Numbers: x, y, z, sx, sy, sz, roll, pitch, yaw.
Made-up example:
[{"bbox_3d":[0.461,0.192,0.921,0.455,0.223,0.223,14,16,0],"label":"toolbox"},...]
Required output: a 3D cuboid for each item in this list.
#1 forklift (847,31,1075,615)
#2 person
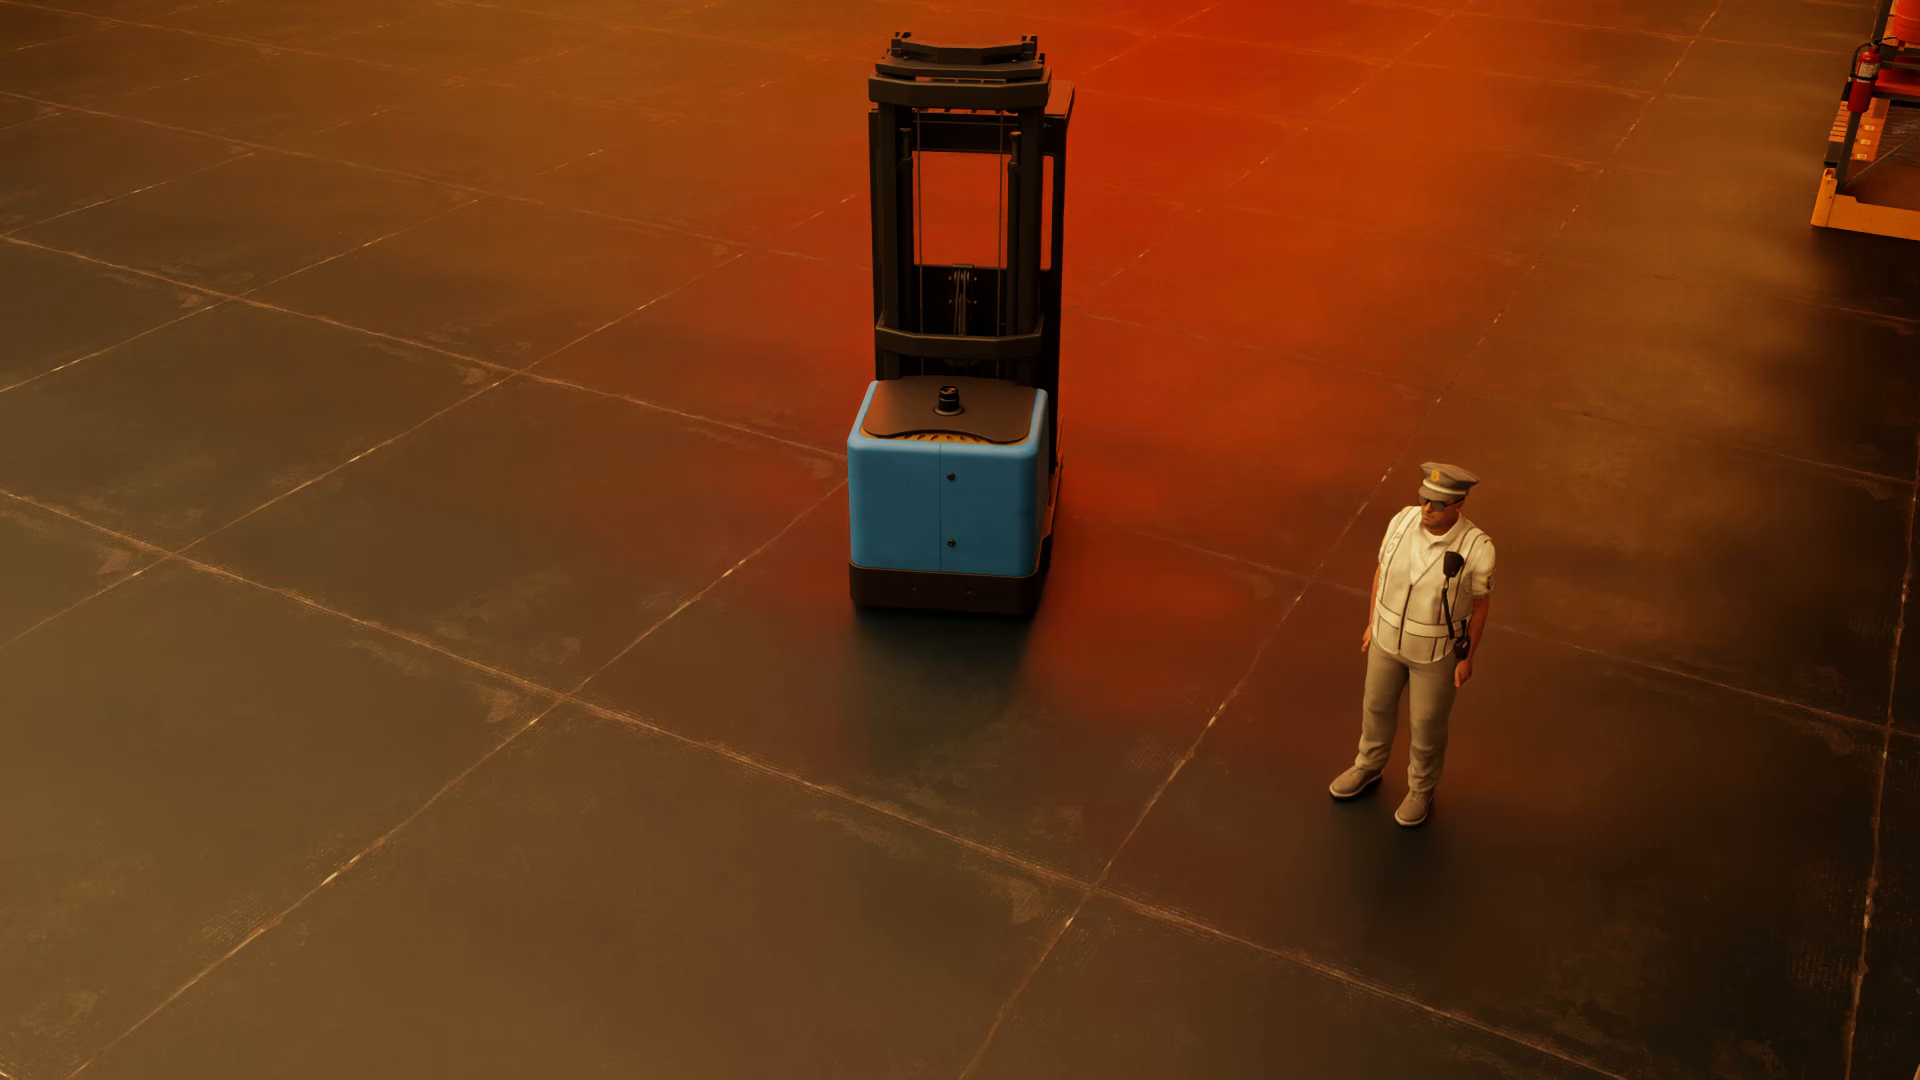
[{"bbox_3d":[0.072,-1.572,9.794,1.130,2.935,3.031,3,30,6],"label":"forklift"},{"bbox_3d":[2.051,0.452,7.453,0.526,1.769,0.396,23,37,34],"label":"person"}]
